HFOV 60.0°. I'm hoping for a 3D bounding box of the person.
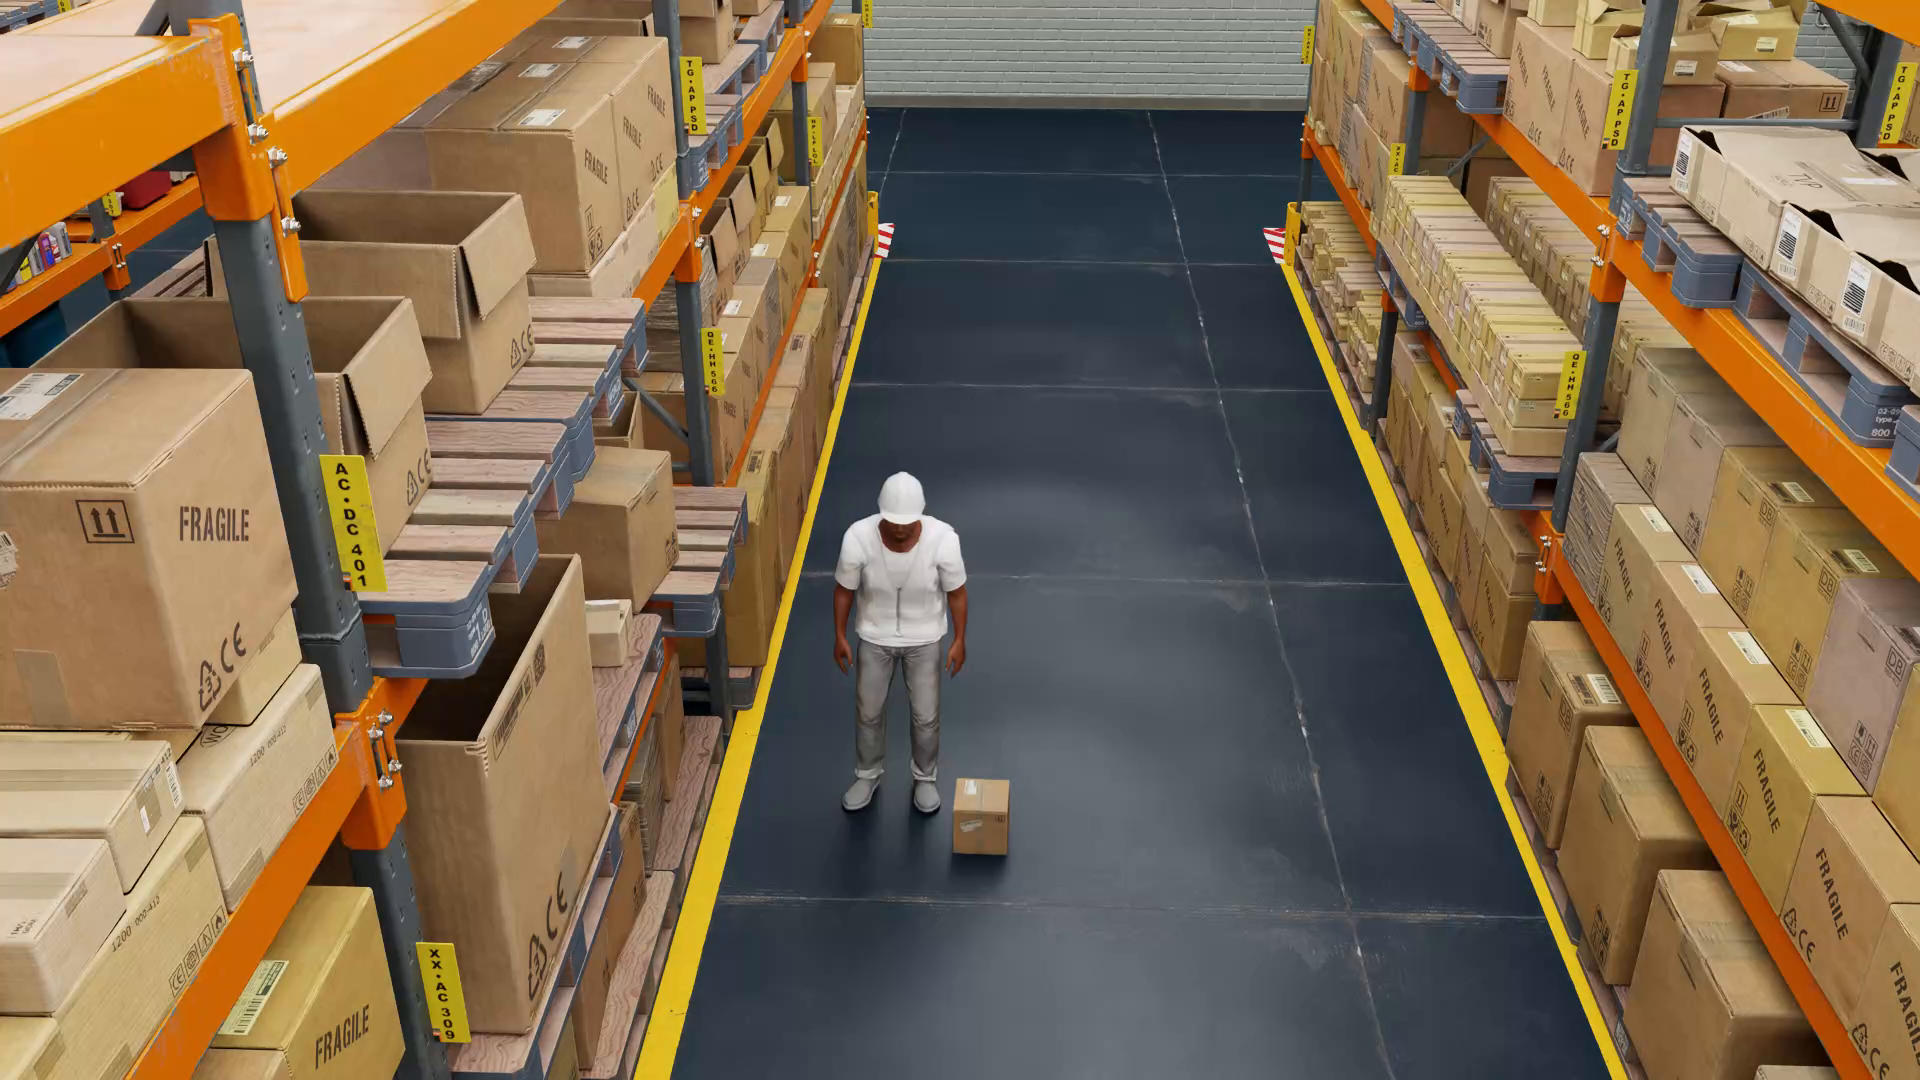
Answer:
[{"bbox_3d":[-0.279,0.466,7.719,0.626,1.759,0.463,1,28,2],"label":"person"}]
